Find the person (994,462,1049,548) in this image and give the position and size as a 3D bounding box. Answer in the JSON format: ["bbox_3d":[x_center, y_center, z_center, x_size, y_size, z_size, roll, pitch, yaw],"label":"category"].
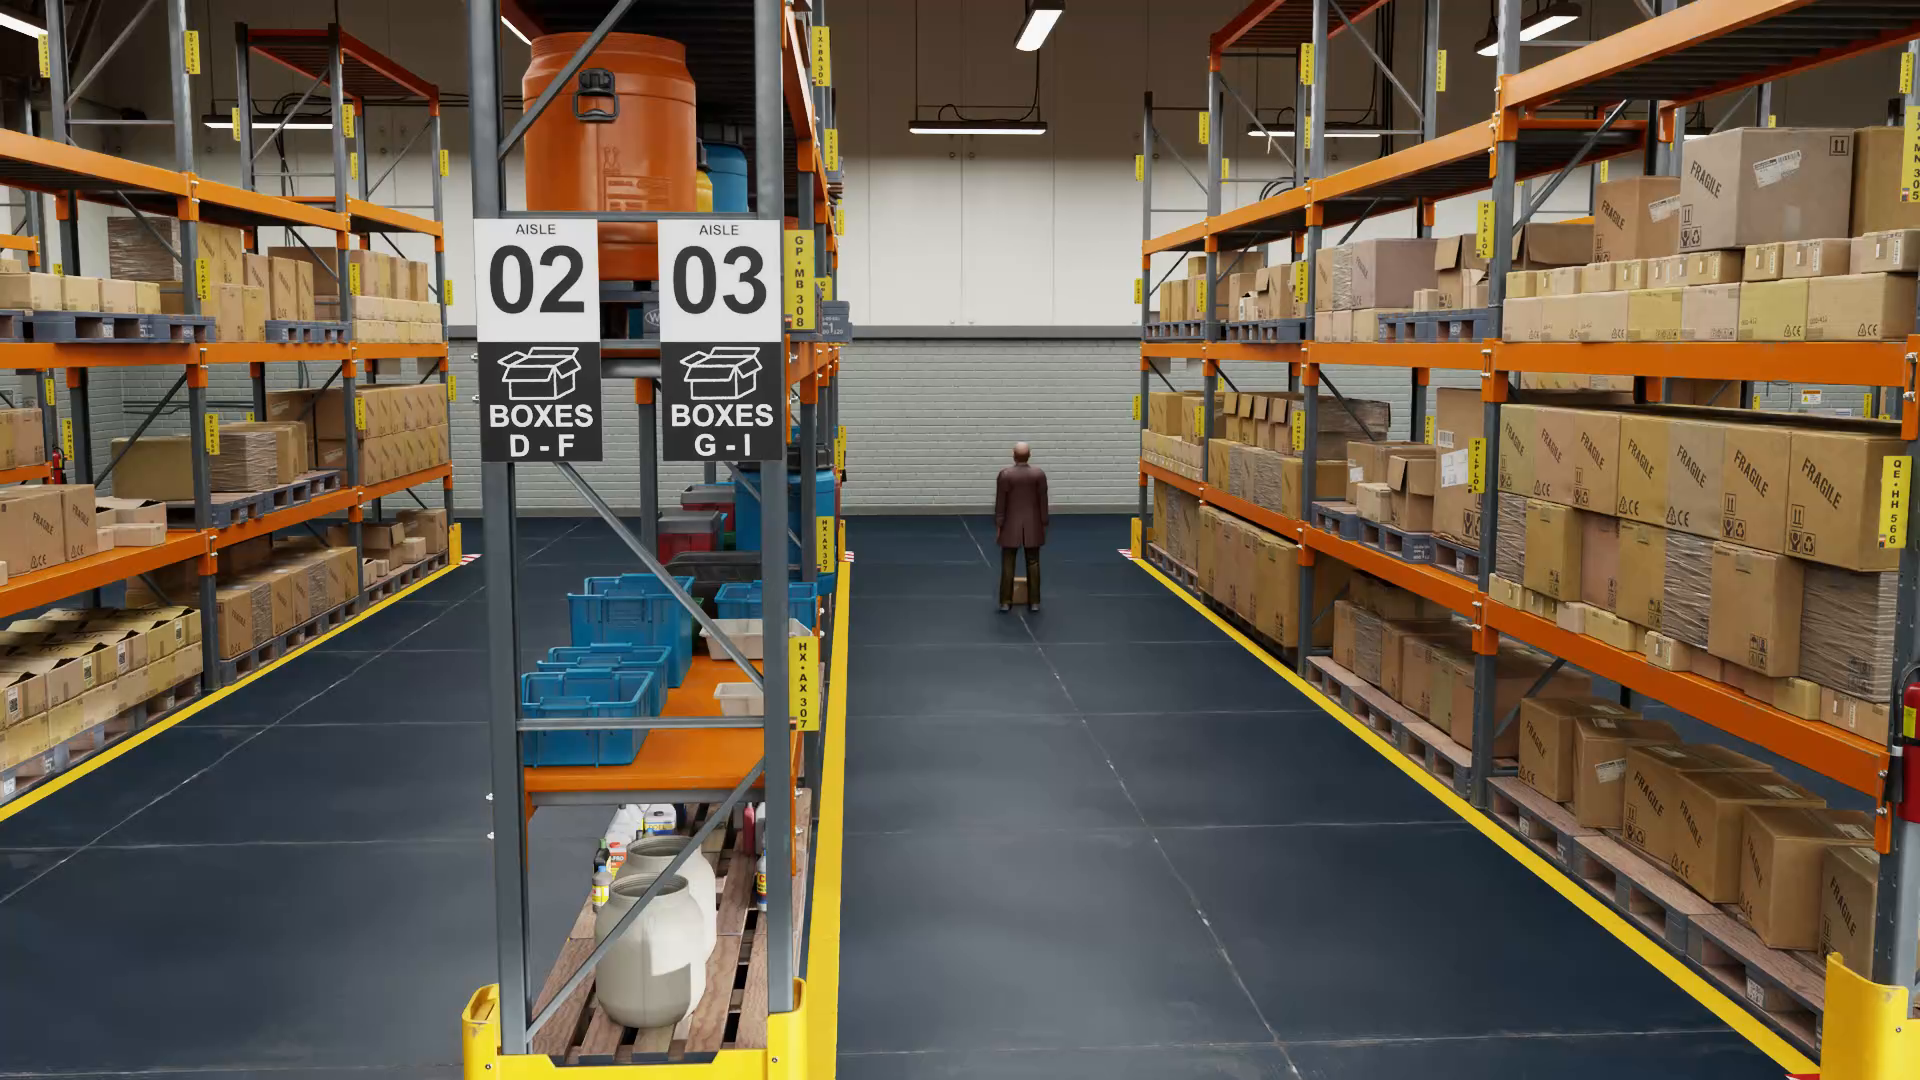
[{"bbox_3d":[0.647,-0.372,17.509,0.581,0.912,0.323,0,7,-3],"label":"person"}]
